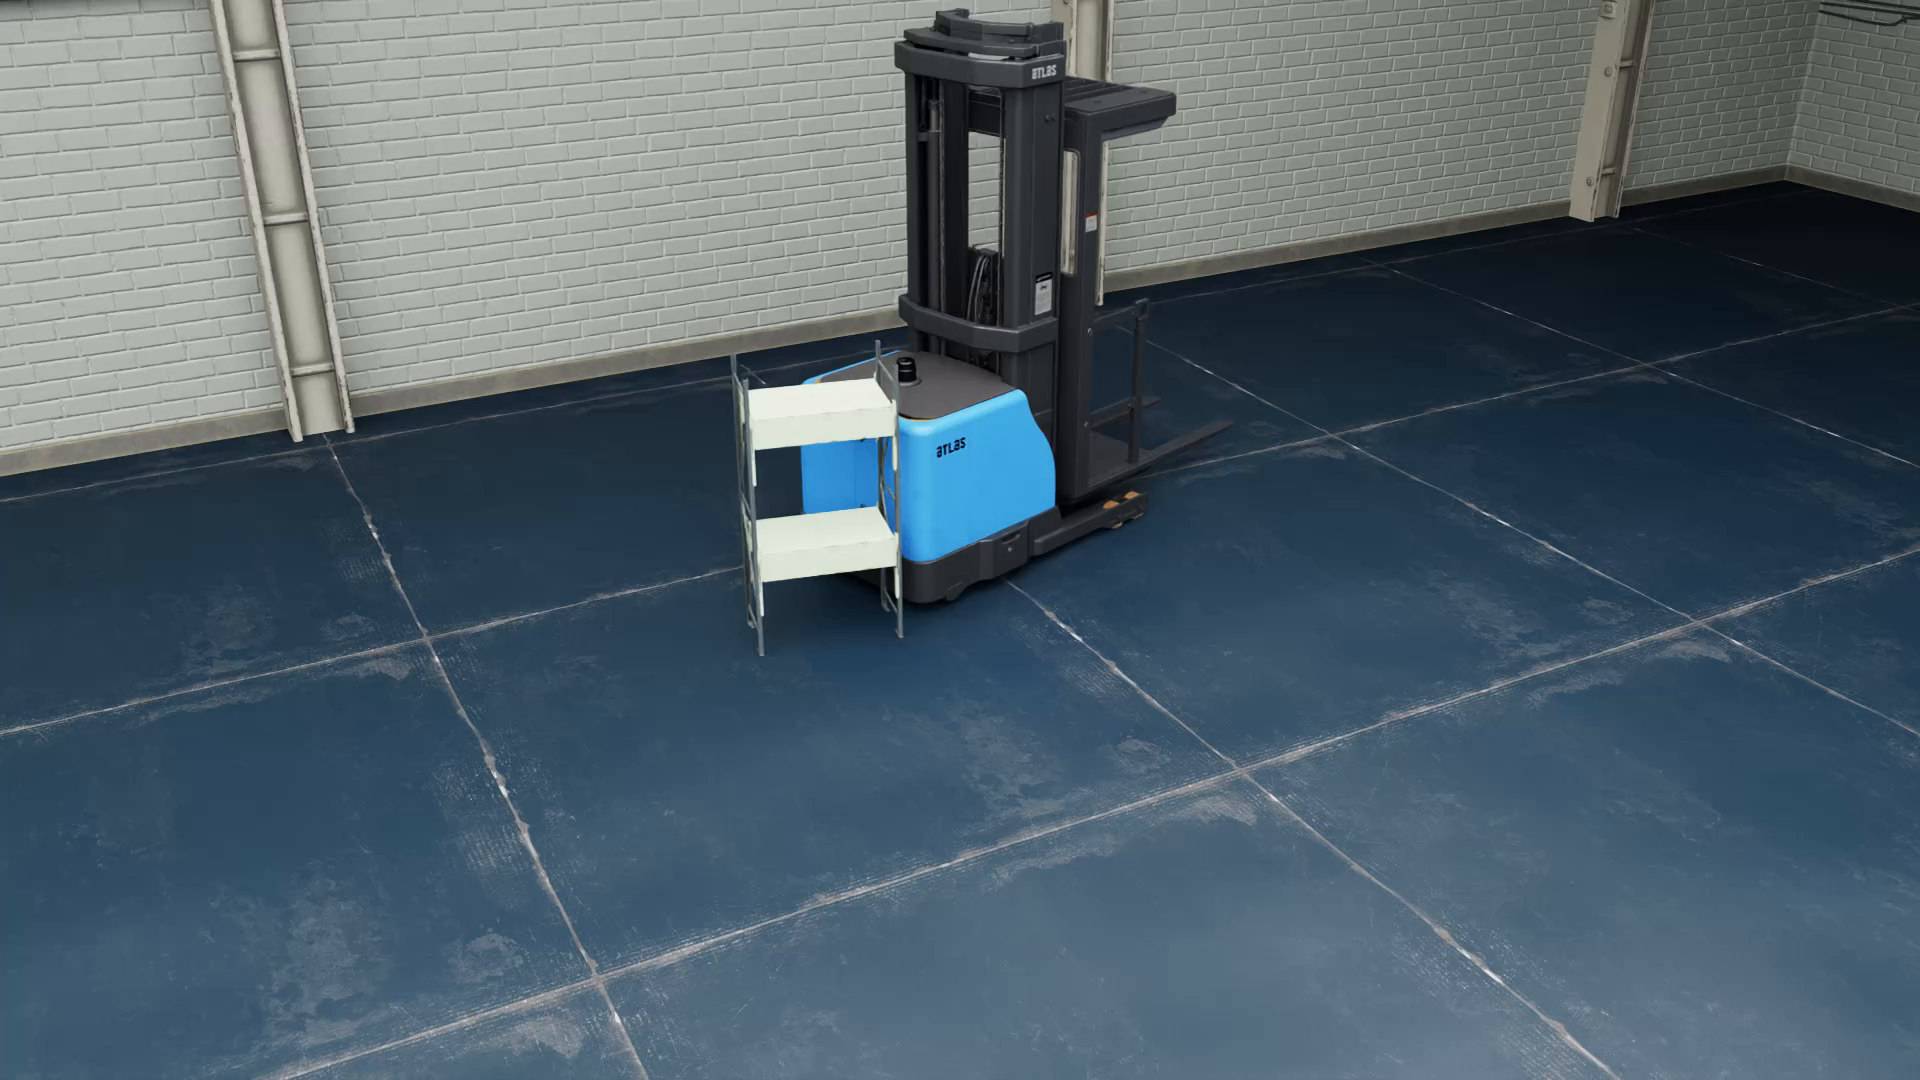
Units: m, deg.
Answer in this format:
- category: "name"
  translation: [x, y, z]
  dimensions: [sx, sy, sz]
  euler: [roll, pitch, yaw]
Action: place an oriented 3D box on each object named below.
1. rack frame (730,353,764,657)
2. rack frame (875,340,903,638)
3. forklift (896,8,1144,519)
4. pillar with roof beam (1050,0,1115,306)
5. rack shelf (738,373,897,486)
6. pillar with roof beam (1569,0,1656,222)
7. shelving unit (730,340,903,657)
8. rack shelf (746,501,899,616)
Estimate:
- category: "rack frame"
  translation: [-1.067, -0.161, 8.352]
  dimensions: [0.023, 1.500, 0.400]
  euler: [-7, 27, -14]
- category: "rack frame"
  translation: [-0.363, -0.247, 8.532]
  dimensions: [0.023, 1.500, 0.400]
  euler: [-7, 27, -14]
- category: "forklift"
  translation: [0.495, -1.524, 9.538]
  dimensions: [1.121, 2.935, 3.031]
  euler: [23, 34, 39]
- category: "pillar with roof beam"
  translation: [2.973, -4.388, 8.493]
  dimensions: [0.400, 9.000, 9.100]
  euler: [-13, 29, -25]
- category: "rack shelf"
  translation: [-0.715, -0.556, 8.273]
  dimensions: [0.720, 0.370, 0.431]
  euler: [-7, 27, -14]
- category: "pillar with roof beam"
  translation: [8.267, -5.610, 11.038]
  dimensions: [0.400, 9.000, 9.100]
  euler: [-13, 29, -25]
- category: "shelving unit"
  translation: [-0.715, -0.204, 8.442]
  dimensions: [0.755, 1.500, 0.431]
  euler: [-7, 27, -14]
- category: "rack shelf"
  translation: [-0.715, 0.090, 8.583]
  dimensions: [0.720, 0.370, 0.431]
  euler: [-7, 27, -14]
